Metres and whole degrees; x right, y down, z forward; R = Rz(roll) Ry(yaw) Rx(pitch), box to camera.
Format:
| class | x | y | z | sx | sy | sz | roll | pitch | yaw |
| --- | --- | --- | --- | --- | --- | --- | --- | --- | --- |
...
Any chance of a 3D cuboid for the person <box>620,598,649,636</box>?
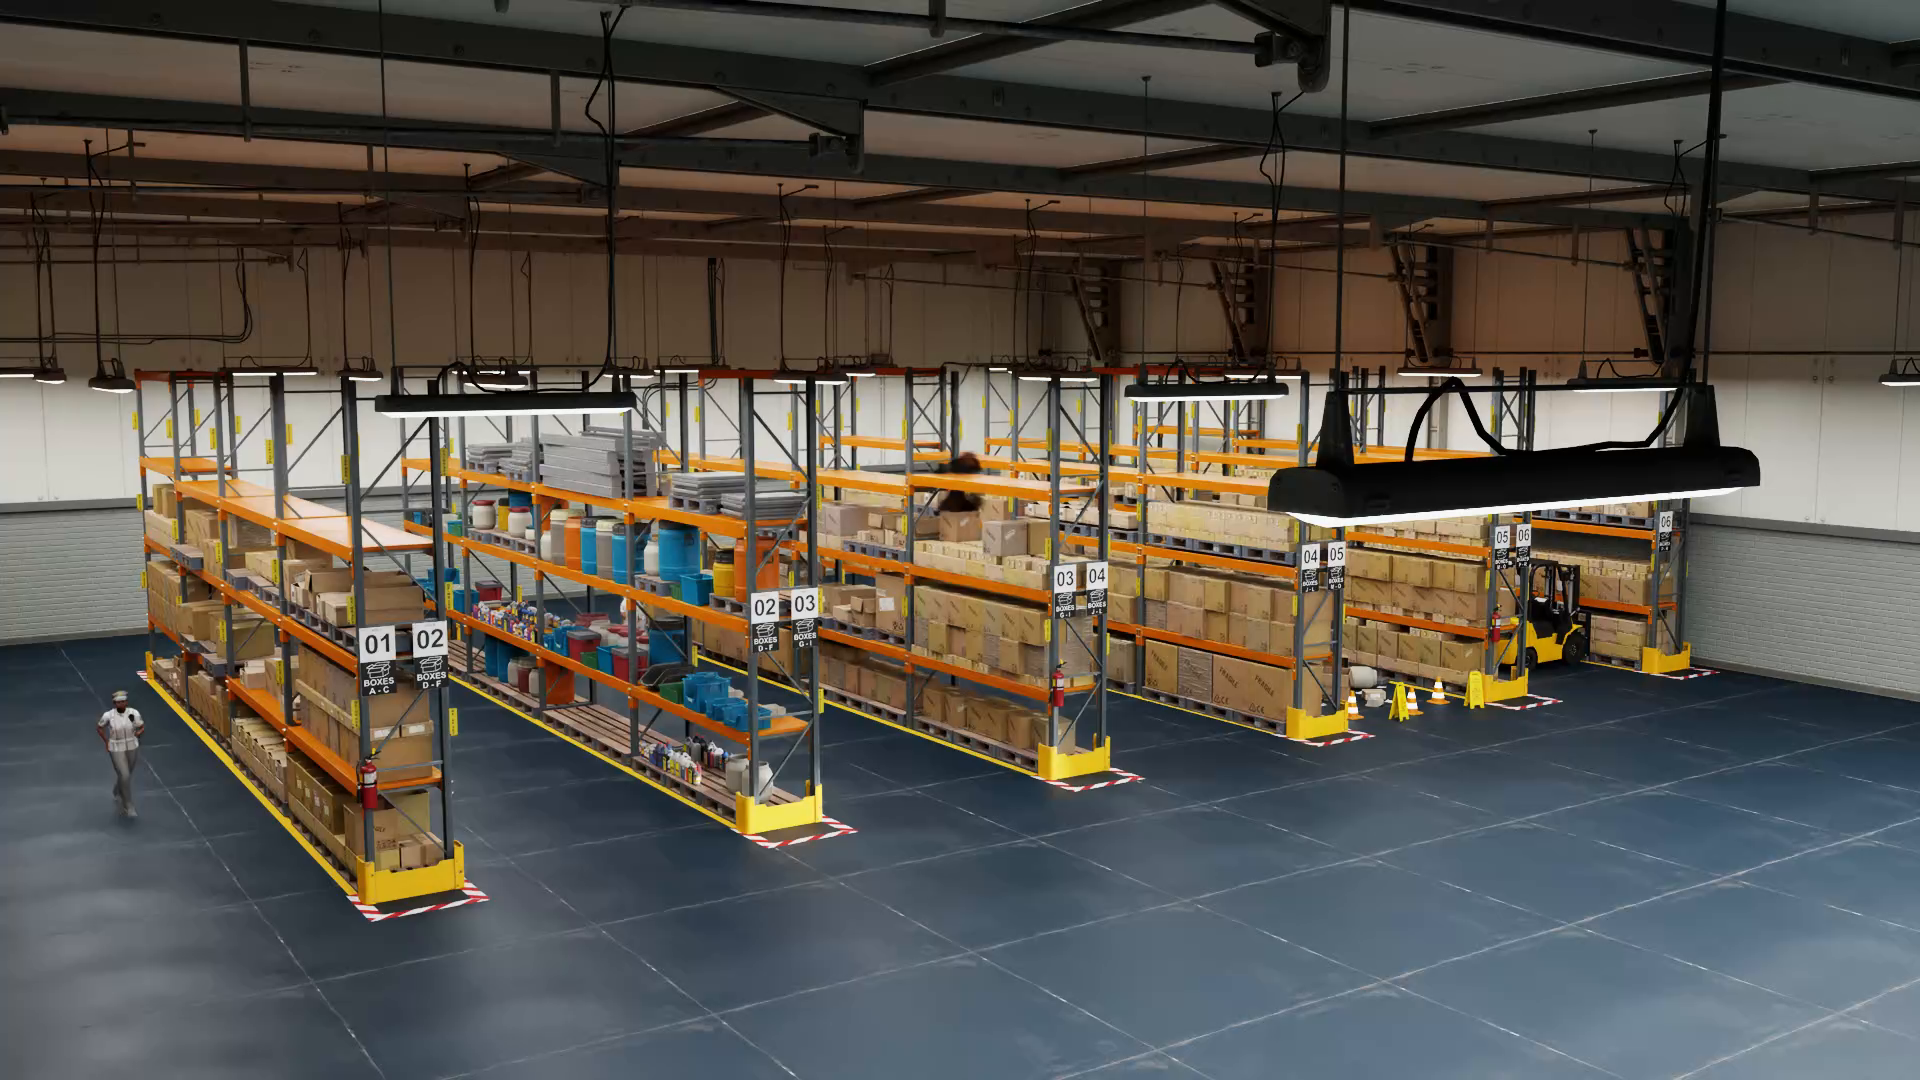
| class | x | y | z | sx | sy | sz | roll | pitch | yaw |
| --- | --- | --- | --- | --- | --- | --- | --- | --- | --- |
| person | -6.452 | 1.711 | 33.242 | 0.651 | 1.743 | 0.607 | -5 | 8 | -38 |

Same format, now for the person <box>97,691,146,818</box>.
| class | x | y | z | sx | sy | sz | roll | pitch | yaw |
| --- | --- | --- | --- | --- | --- | --- | --- | --- | --- |
| person | -11.514 | 2.911 | 22.925 | 0.849 | 1.724 | 0.562 | 6 | 9 | 44 |
